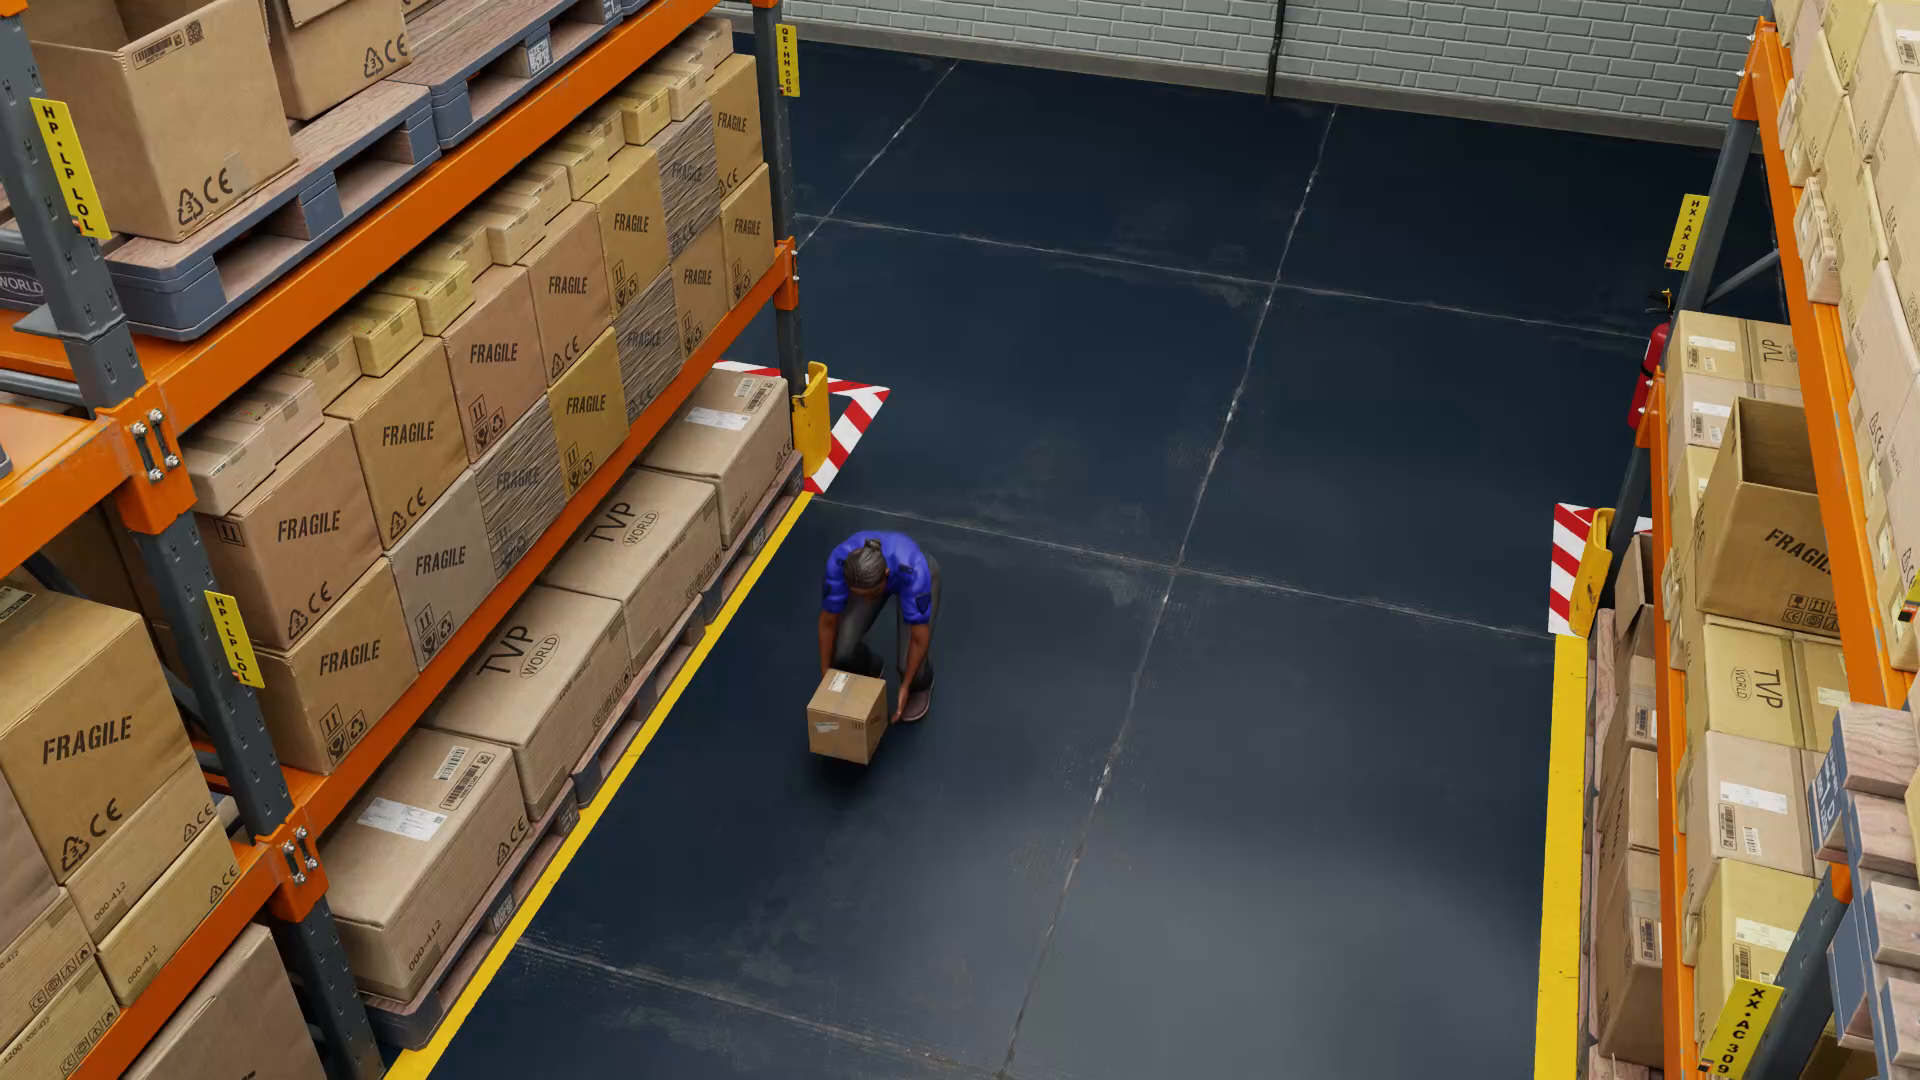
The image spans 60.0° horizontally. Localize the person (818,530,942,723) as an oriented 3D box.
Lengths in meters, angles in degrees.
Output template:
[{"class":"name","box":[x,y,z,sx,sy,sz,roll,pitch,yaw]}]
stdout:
[{"class":"person","box":[-0.304,0.315,6.956,0.499,1.089,0.747,12,39,15]}]
